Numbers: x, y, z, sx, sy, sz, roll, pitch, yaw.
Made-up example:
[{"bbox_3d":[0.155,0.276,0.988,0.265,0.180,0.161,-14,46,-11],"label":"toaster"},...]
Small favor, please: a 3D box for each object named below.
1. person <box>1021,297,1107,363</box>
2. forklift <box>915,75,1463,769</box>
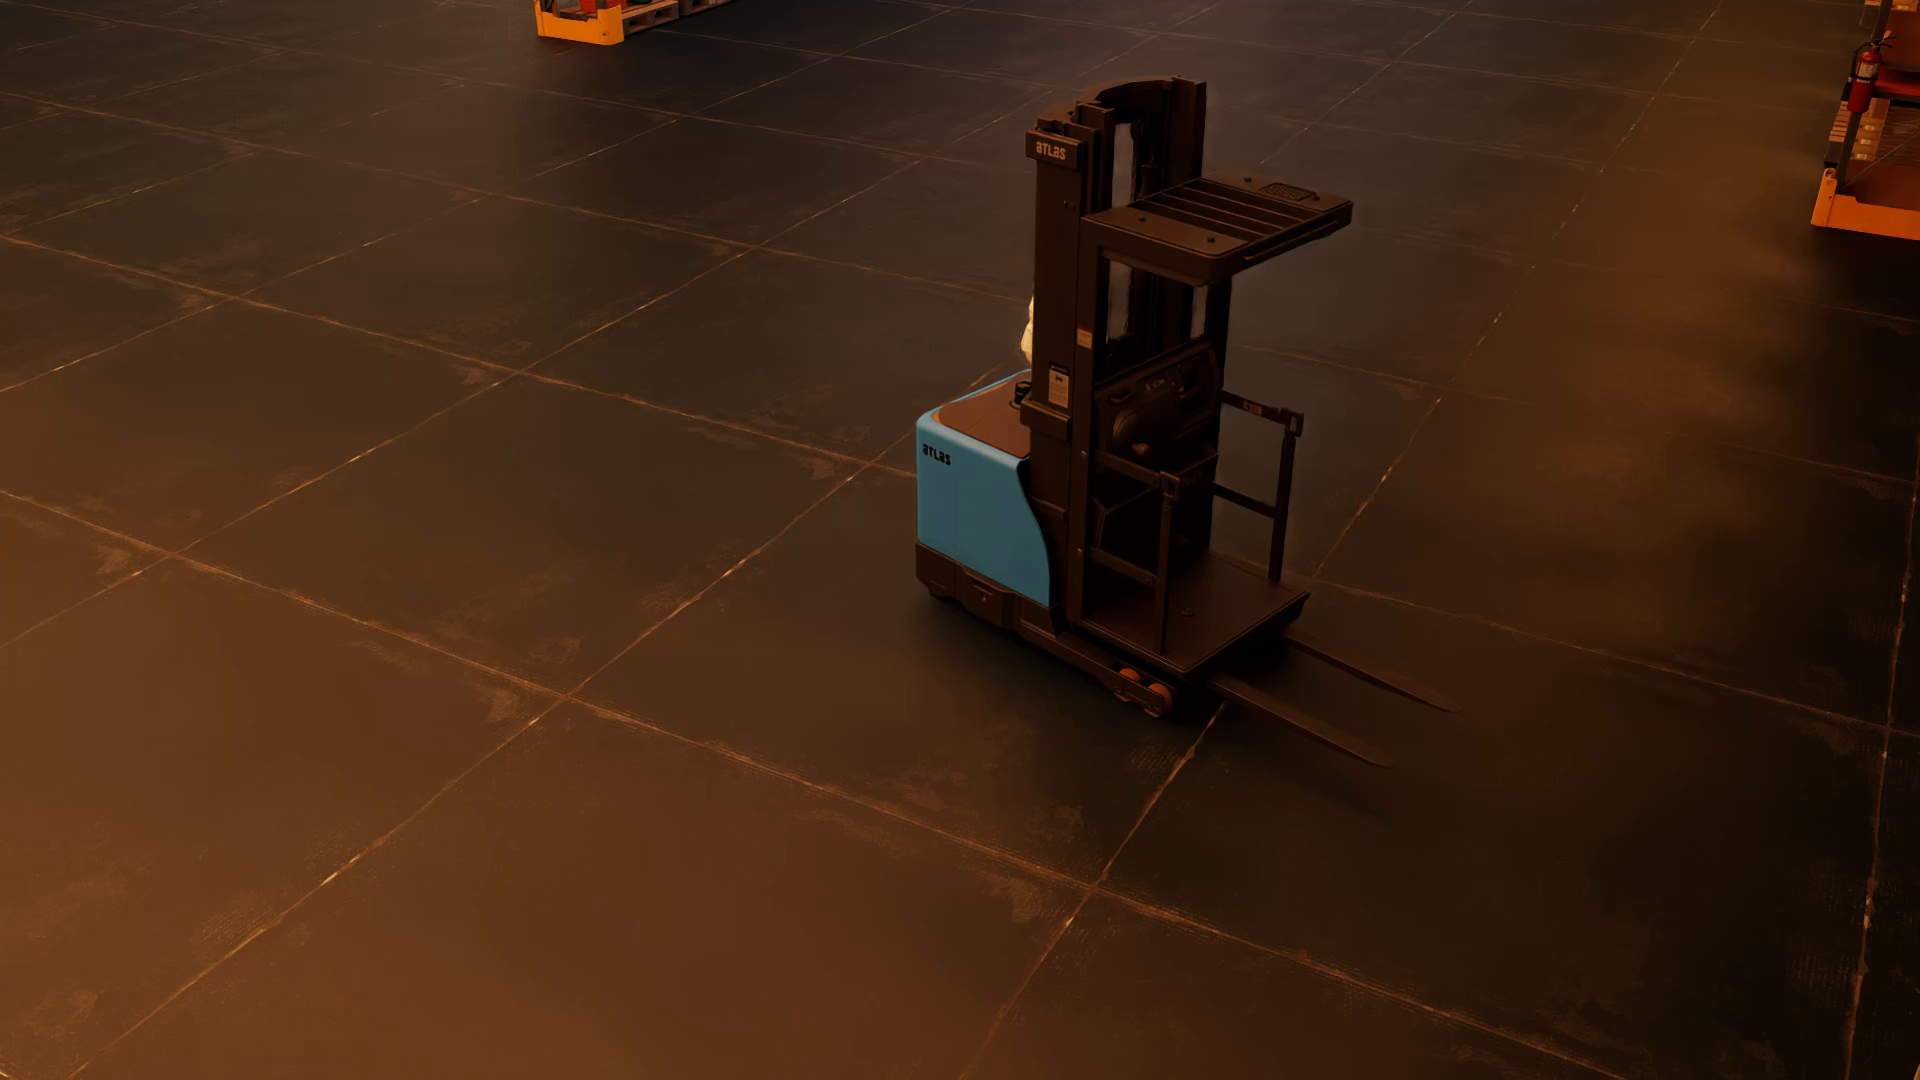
[{"bbox_3d":[0.709,-1.306,10.878,0.624,1.456,0.744,1,30,2],"label":"person"},{"bbox_3d":[1.148,-0.666,8.224,3.031,2.935,1.130,26,39,37],"label":"forklift"}]
